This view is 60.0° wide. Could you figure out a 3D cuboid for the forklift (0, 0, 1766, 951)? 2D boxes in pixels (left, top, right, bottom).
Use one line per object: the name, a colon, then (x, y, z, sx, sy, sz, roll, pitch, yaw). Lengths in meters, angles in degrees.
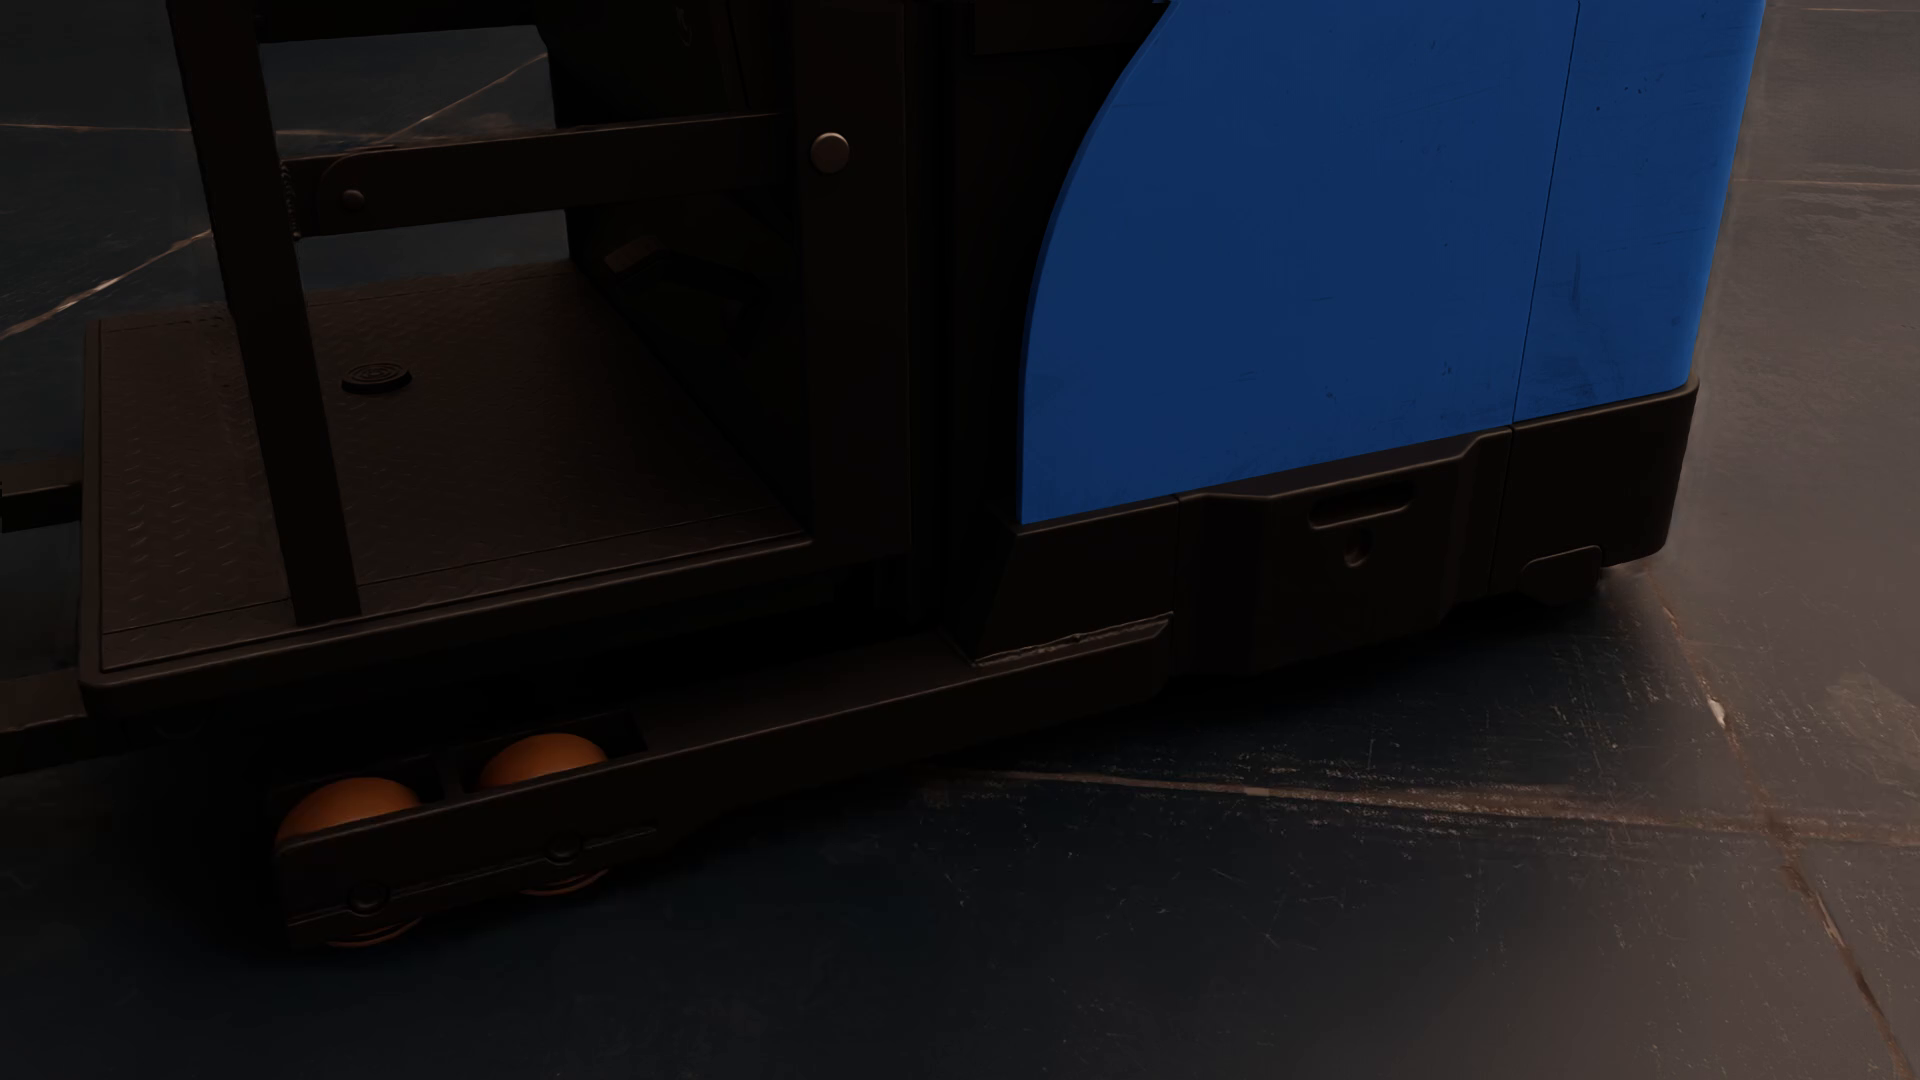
forklift: (-0.559, -1.170, 1.563, 3.031, 2.935, 1.130, -12, 29, -22)
